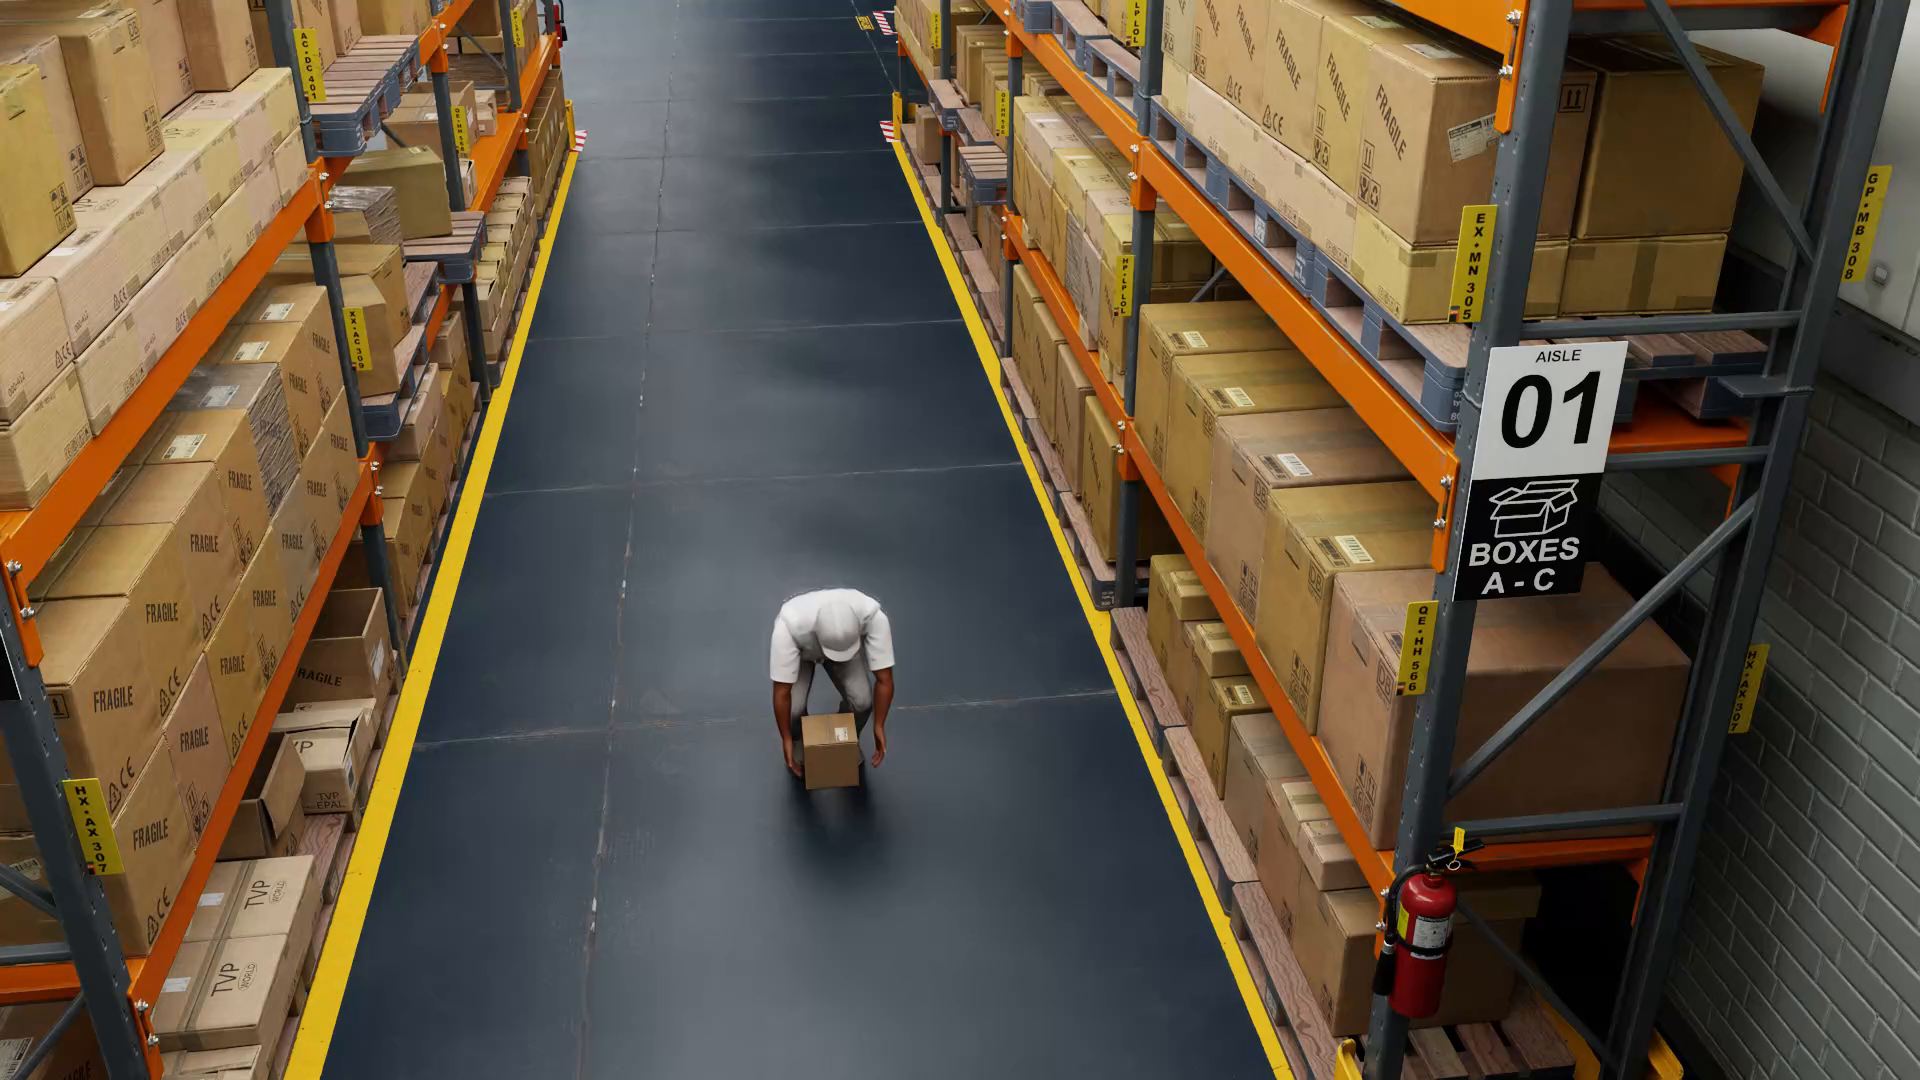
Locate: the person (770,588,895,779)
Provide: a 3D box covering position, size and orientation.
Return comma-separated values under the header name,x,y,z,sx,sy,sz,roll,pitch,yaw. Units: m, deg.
name,x,y,z,sx,sy,sz,roll,pitch,yaw
person,-0.628,0.630,8.103,0.599,1.091,0.867,-4,27,-7
